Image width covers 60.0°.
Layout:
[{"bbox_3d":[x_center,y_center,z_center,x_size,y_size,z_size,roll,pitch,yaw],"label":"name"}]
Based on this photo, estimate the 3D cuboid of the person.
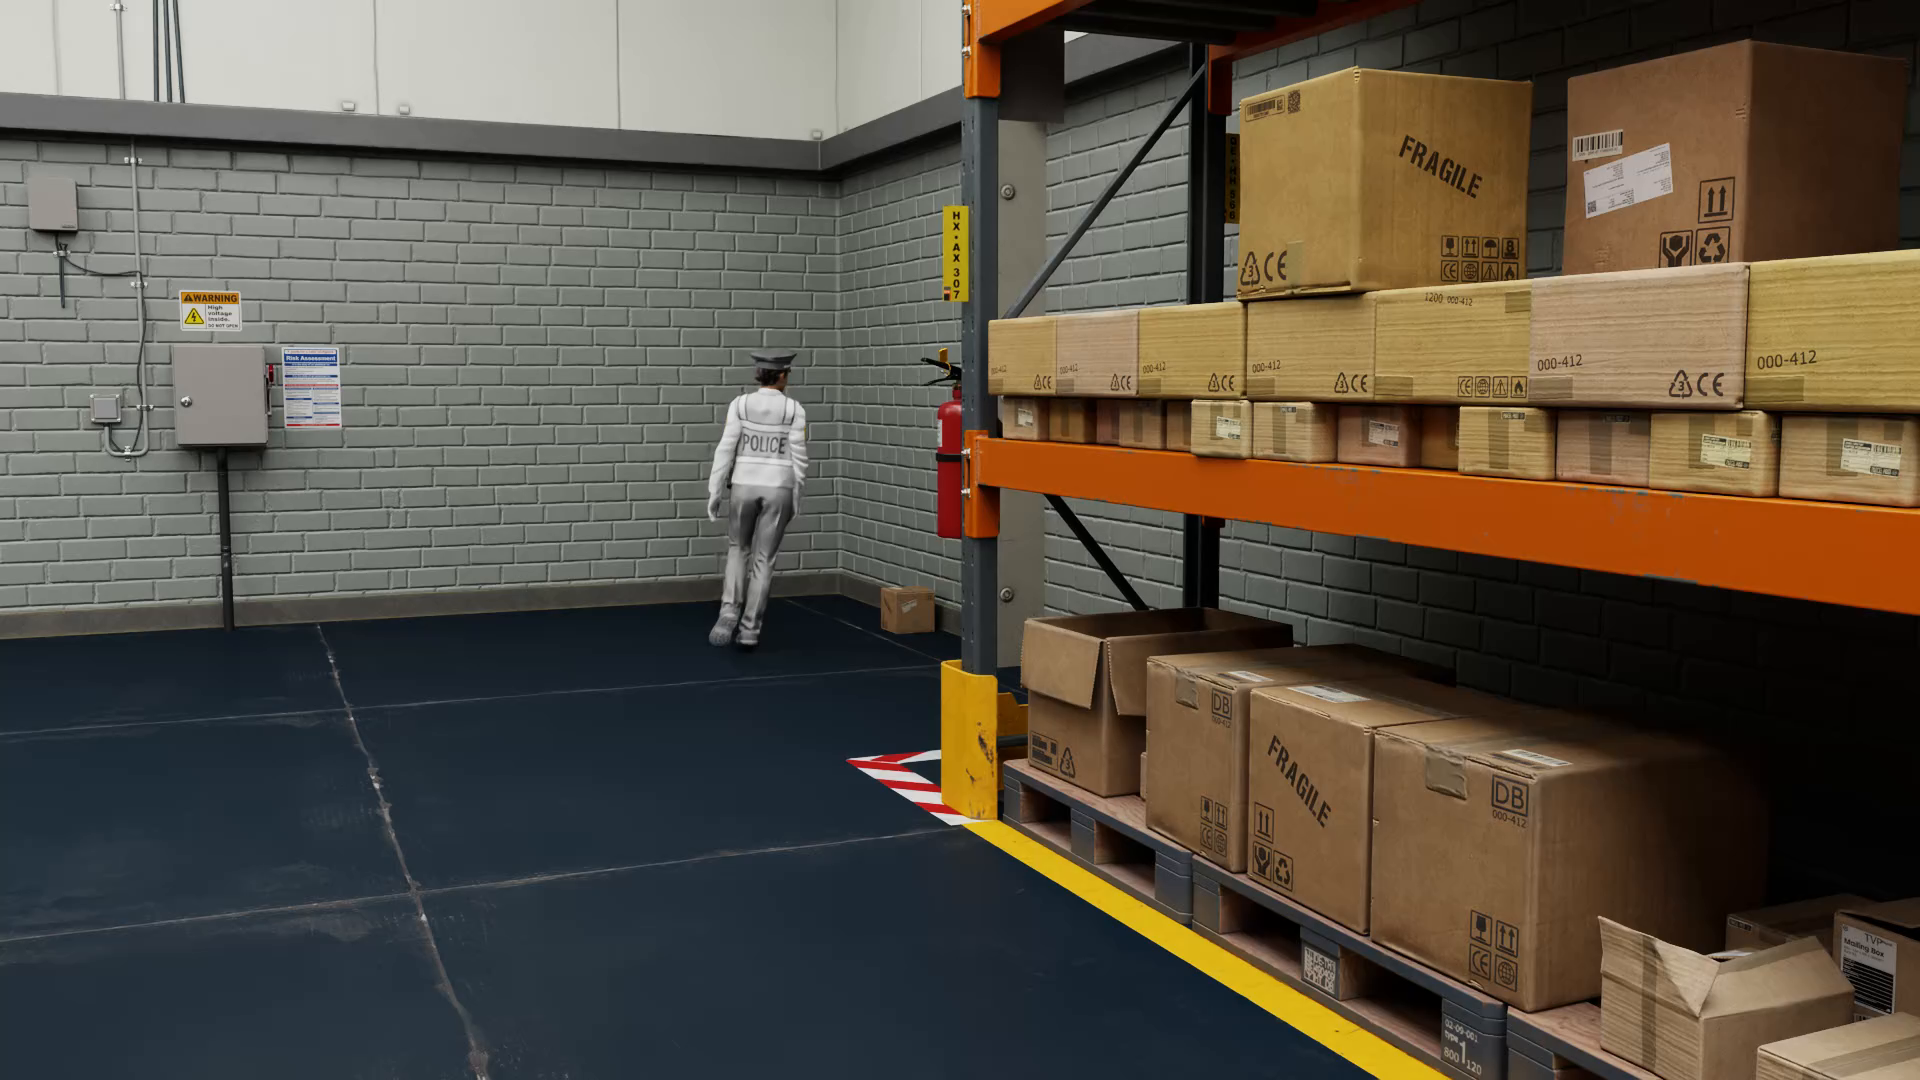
[{"bbox_3d":[-1.125,-0.229,9.284,0.571,1.676,0.425,0,5,-1],"label":"person"}]
